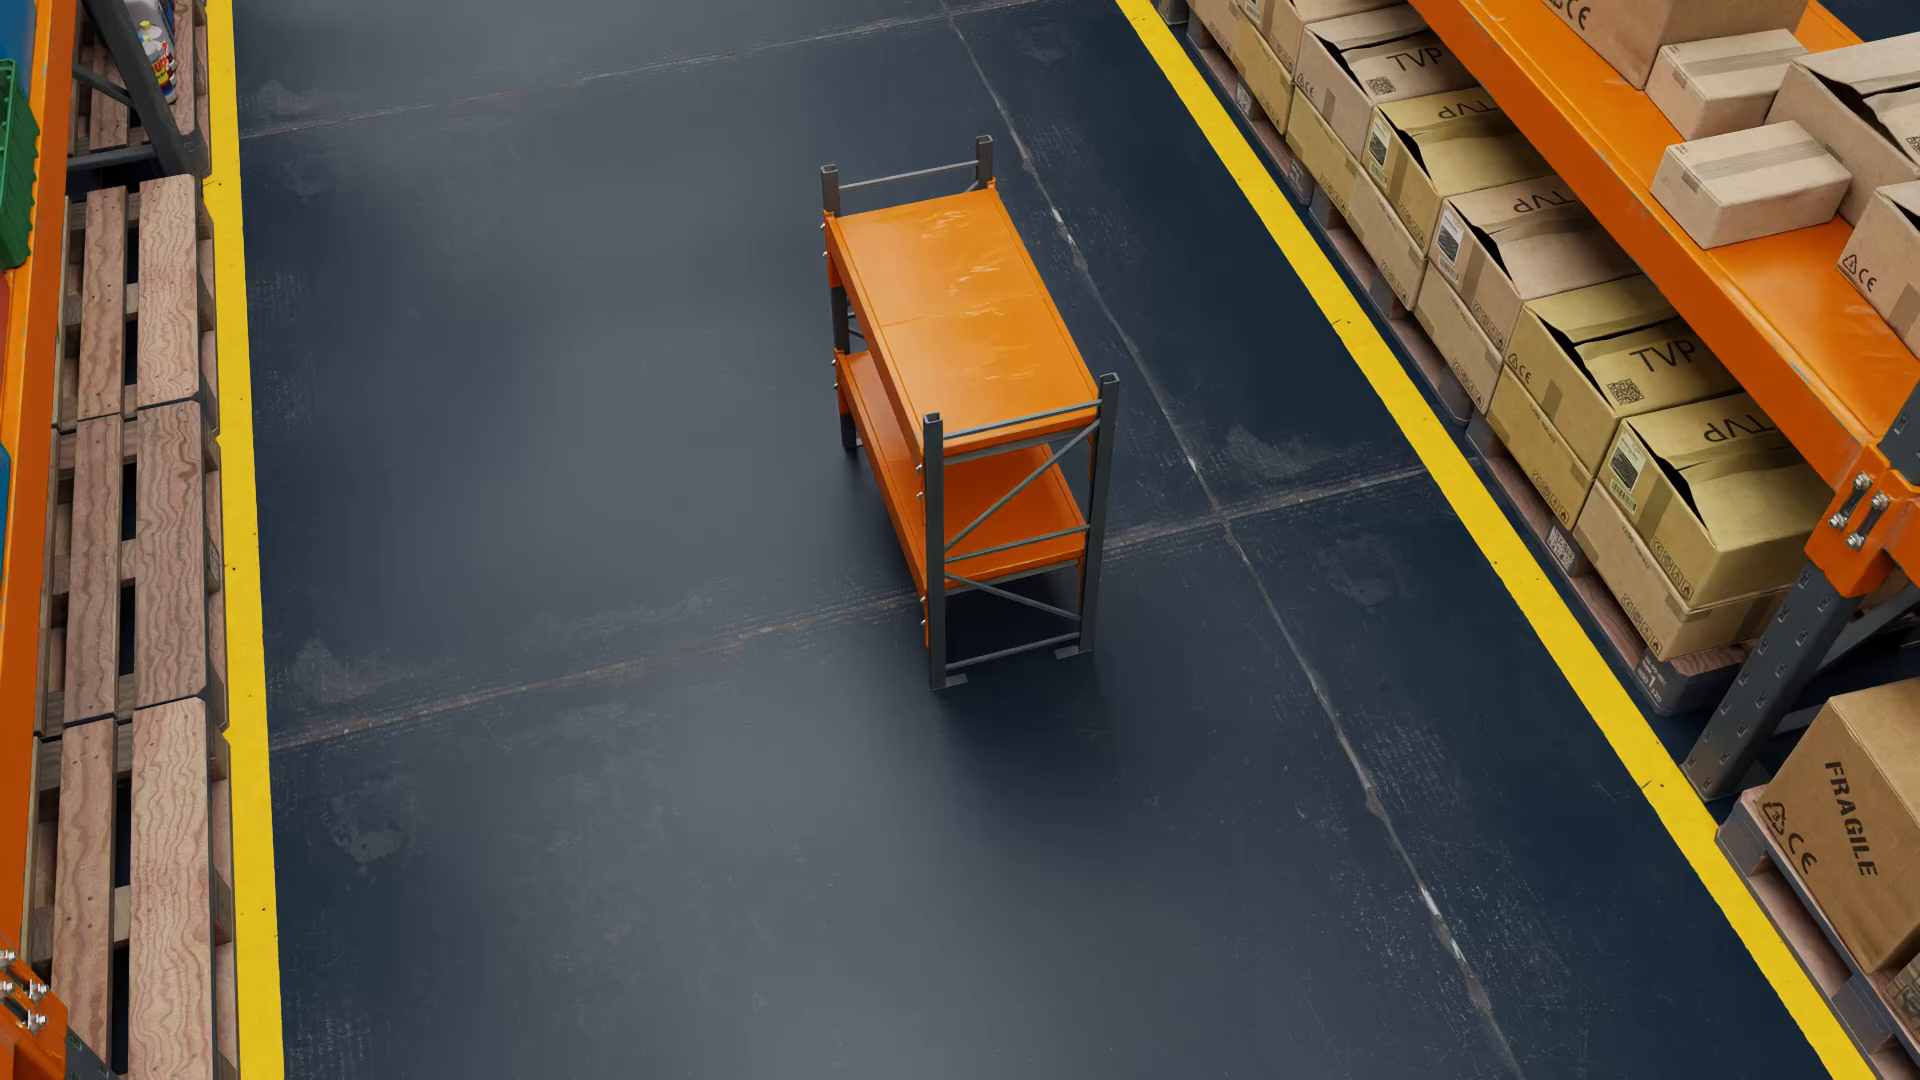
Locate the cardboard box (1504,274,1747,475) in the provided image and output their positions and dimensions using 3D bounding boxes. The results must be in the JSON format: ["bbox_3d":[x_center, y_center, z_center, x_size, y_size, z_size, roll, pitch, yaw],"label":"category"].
[{"bbox_3d":[1.979,-0.524,4.887,0.500,0.311,0.500,-14,51,-12],"label":"cardboard box"}]

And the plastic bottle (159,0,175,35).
[{"bbox_3d":[-3.229,-2.165,6.558,0.144,0.351,0.185,-12,51,-10],"label":"plastic bottle"}]

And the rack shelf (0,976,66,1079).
[{"bbox_3d":[-1.612,2.421,1.718,1.077,0.370,4.000,-13,51,-11],"label":"rack shelf"}]

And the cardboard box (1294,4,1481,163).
[{"bbox_3d":[1.528,-1.638,5.826,0.500,0.311,0.500,-15,51,-12],"label":"cardboard box"}]

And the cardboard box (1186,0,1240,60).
[{"bbox_3d":[1.229,-2.209,6.674,0.500,0.250,0.500,-14,51,-12],"label":"cardboard box"}]

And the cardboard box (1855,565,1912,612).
[{"bbox_3d":[2.655,-0.087,4.885,0.500,0.250,0.500,-13,51,-11],"label":"cardboard box"}]

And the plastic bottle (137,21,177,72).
[{"bbox_3d":[-3.122,-1.914,6.444,0.097,0.201,0.097,0,50,0],"label":"plastic bottle"}]

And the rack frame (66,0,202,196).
[{"bbox_3d":[-3.386,-2.193,5.137,1.000,3.000,0.127,-13,51,-11],"label":"rack frame"}]

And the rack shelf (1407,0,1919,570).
[{"bbox_3d":[1.938,-1.618,5.123,1.077,0.370,4.000,-13,51,-11],"label":"rack shelf"}]

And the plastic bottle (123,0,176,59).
[{"bbox_3d":[-3.184,-2.019,6.484,0.152,0.276,0.135,-12,51,-10],"label":"plastic bottle"}]

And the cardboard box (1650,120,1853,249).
[{"bbox_3d":[1.999,-0.903,4.213,0.380,0.149,0.250,-13,51,-11],"label":"cardboard box"}]

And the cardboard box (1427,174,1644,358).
[{"bbox_3d":[1.833,-0.893,5.198,0.500,0.311,0.500,-14,51,-11],"label":"cardboard box"}]

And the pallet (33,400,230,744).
[{"bbox_3d":[-2.753,0.163,4.975,1.003,0.211,1.213,-13,51,-11],"label":"pallet"}]

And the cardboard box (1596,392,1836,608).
[{"bbox_3d":[2.139,-0.146,4.568,0.500,0.311,0.500,-12,51,-10],"label":"cardboard box"}]

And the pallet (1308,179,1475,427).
[{"bbox_3d":[1.966,-0.990,5.946,1.003,0.211,1.213,-13,51,-11],"label":"pallet"}]

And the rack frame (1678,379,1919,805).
[{"bbox_3d":[2.529,-0.389,3.616,1.000,3.000,0.127,-13,51,-11],"label":"rack frame"}]

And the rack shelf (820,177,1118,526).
[{"bbox_3d":[0.002,-0.546,4.592,0.538,0.278,1.000,-13,51,-11],"label":"rack shelf"}]

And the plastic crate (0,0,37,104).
[{"bbox_3d":[-2.763,-1.453,4.523,0.392,0.384,0.575,-13,51,-11],"label":"plastic crate"}]

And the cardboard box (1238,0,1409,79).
[{"bbox_3d":[1.374,-2.015,6.144,0.500,0.311,0.500,-14,51,-11],"label":"cardboard box"}]

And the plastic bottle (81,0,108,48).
[{"bbox_3d":[-3.366,-2.132,6.530,0.144,0.351,0.185,-13,51,-11],"label":"plastic bottle"}]

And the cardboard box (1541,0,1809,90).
[{"bbox_3d":[2.018,-1.643,4.608,0.500,0.500,0.500,-16,52,-13],"label":"cardboard box"}]

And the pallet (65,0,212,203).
[{"bbox_3d":[-3.545,-1.795,6.625,1.003,0.211,1.213,-13,51,-11],"label":"pallet"}]

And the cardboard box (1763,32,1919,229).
[{"bbox_3d":[2.450,-1.057,4.238,0.500,0.311,0.500,-14,51,-11],"label":"cardboard box"}]

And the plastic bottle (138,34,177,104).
[{"bbox_3d":[-3.062,-1.788,6.292,0.097,0.271,0.097,0,50,0],"label":"plastic bottle"}]

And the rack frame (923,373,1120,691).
[{"bbox_3d":[0.152,0.014,4.503,0.500,1.125,0.032,-13,51,-11],"label":"rack frame"}]

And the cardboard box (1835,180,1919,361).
[{"bbox_3d":[2.464,-0.636,3.882,0.500,0.311,0.500,-10,51,-9],"label":"cardboard box"}]

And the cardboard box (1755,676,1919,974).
[{"bbox_3d":[2.391,0.672,4.069,0.500,0.500,0.500,-11,51,-9],"label":"cardboard box"}]

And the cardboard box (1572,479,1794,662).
[{"bbox_3d":[2.141,0.033,4.784,0.500,0.250,0.500,-12,51,-10],"label":"cardboard box"}]

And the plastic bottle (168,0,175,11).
[{"bbox_3d":[-3.285,-2.303,6.674,0.144,0.351,0.185,-15,52,-13],"label":"plastic bottle"}]

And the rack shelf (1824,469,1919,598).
[{"bbox_3d":[3.121,1.303,2.660,1.077,0.370,4.000,-13,51,-11],"label":"rack shelf"}]

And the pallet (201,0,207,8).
[{"bbox_3d":[-3.910,-2.687,7.377,1.003,0.211,1.213,-13,51,-11],"label":"pallet"}]

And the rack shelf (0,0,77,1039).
[{"bbox_3d":[-2.795,-0.501,4.181,1.077,0.370,4.000,-13,51,-11],"label":"rack shelf"}]

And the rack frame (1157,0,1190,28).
[{"bbox_3d":[1.347,-3.311,6.079,1.000,3.000,0.127,-13,51,-11],"label":"rack frame"}]

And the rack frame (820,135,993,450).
[{"bbox_3d":[-0.148,-0.729,5.129,0.500,1.125,0.032,-13,51,-11],"label":"rack frame"}]

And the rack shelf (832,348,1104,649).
[{"bbox_3d":[0.002,-0.200,5.003,0.538,0.278,1.000,-13,51,-11],"label":"rack shelf"}]

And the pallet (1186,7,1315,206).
[{"bbox_3d":[1.602,-1.883,6.699,1.003,0.211,1.213,-13,51,-11],"label":"pallet"}]

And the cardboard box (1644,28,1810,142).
[{"bbox_3d":[2.098,-1.227,4.487,0.380,0.149,0.250,-10,51,-8],"label":"cardboard box"}]

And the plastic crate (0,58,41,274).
[{"bbox_3d":[-2.602,-0.917,4.200,0.450,0.188,0.662,-13,51,-11],"label":"plastic crate"}]

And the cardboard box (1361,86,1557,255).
[{"bbox_3d":[1.687,-1.260,5.507,0.500,0.311,0.500,-12,51,-10],"label":"cardboard box"}]

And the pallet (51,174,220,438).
[{"bbox_3d":[-3.117,-0.730,5.727,1.003,0.211,1.213,-13,51,-11],"label":"pallet"}]

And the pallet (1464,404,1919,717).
[{"bbox_3d":[2.323,-0.100,5.197,1.003,0.211,1.213,-13,51,-11],"label":"pallet"}]

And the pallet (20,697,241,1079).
[{"bbox_3d":[-2.396,1.052,4.225,1.003,0.211,1.213,-13,51,-11],"label":"pallet"}]

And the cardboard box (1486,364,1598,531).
[{"bbox_3d":[1.985,-0.343,5.101,0.500,0.250,0.500,-14,51,-11],"label":"cardboard box"}]

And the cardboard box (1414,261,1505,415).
[{"bbox_3d":[1.839,-0.711,5.411,0.500,0.250,0.500,-12,51,-10],"label":"cardboard box"}]

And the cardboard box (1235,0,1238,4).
[{"bbox_3d":[1.231,-2.382,6.453,0.500,0.311,0.500,-13,51,-11],"label":"cardboard box"}]

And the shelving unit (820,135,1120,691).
[{"bbox_3d":[0.002,-0.358,4.816,0.538,1.125,1.048,-13,51,-11],"label":"shelving unit"}]

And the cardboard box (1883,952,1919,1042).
[{"bbox_3d":[2.551,1.053,3.748,0.500,0.500,0.500,-15,51,-12],"label":"cardboard box"}]

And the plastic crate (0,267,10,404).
[{"bbox_3d":[-2.389,-0.542,3.703,0.402,0.464,0.583,-13,51,-11],"label":"plastic crate"}]

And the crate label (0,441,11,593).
[{"bbox_3d":[-2.239,-0.070,3.324,0.502,0.435,0.616,-13,51,-11],"label":"crate label"}]

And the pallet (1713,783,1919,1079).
[{"bbox_3d":[2.714,1.064,4.215,1.003,0.211,1.213,-13,51,-11],"label":"pallet"}]

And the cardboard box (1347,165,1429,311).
[{"bbox_3d":[1.684,-1.086,5.727,0.500,0.250,0.500,-12,51,-10],"label":"cardboard box"}]

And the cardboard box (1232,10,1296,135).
[{"bbox_3d":[1.379,-1.835,6.359,0.500,0.250,0.500,-12,51,-10],"label":"cardboard box"}]

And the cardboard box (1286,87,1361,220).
[{"bbox_3d":[1.535,-1.458,6.041,0.500,0.250,0.500,-15,51,-12],"label":"cardboard box"}]

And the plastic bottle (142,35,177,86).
[{"bbox_3d":[-3.092,-1.839,6.381,0.097,0.201,0.097,0,50,0],"label":"plastic bottle"}]
